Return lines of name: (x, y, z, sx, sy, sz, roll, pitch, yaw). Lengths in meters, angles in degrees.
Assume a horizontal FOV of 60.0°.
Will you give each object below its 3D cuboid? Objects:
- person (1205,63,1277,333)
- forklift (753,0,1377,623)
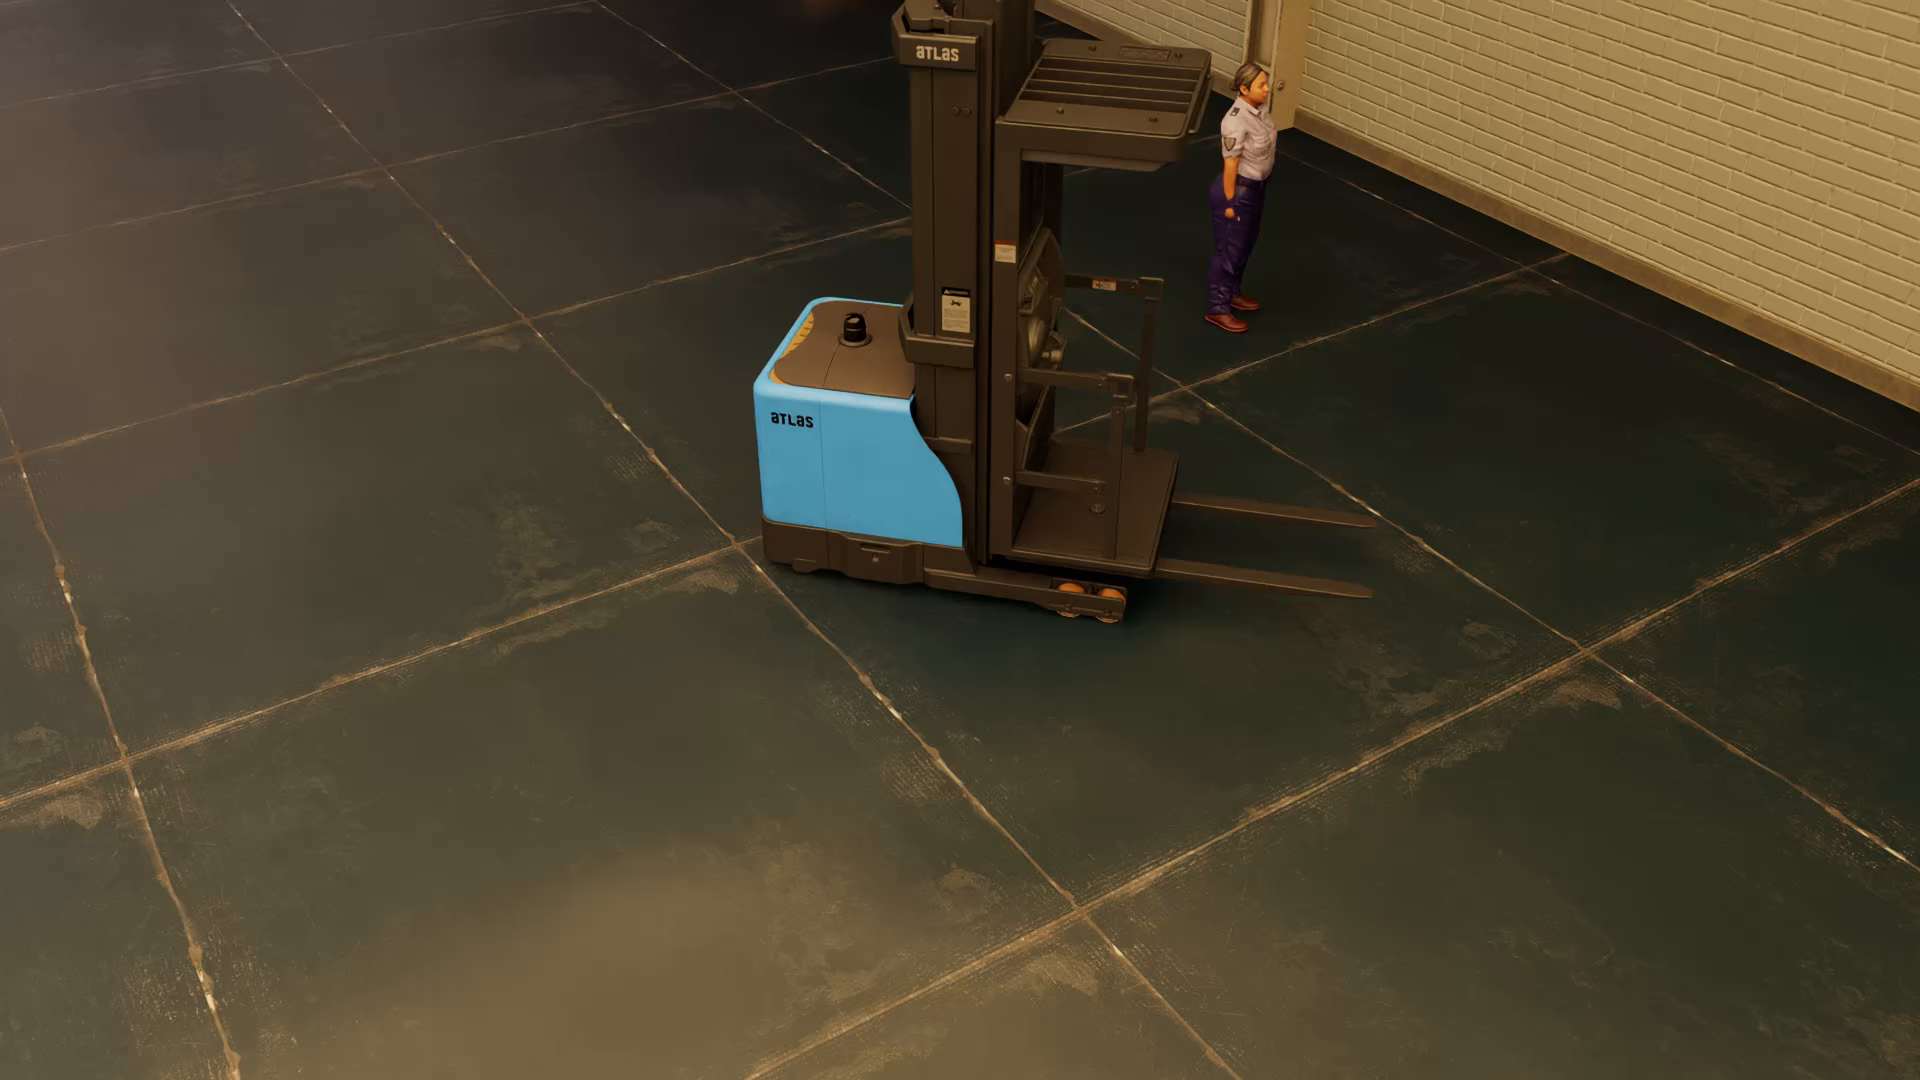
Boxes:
person: (1.746, -2.140, 10.315, 0.362, 1.652, 0.484, 15, 38, 20)
forklift: (0.570, -1.132, 7.759, 3.031, 2.935, 1.130, 8, 36, 11)
